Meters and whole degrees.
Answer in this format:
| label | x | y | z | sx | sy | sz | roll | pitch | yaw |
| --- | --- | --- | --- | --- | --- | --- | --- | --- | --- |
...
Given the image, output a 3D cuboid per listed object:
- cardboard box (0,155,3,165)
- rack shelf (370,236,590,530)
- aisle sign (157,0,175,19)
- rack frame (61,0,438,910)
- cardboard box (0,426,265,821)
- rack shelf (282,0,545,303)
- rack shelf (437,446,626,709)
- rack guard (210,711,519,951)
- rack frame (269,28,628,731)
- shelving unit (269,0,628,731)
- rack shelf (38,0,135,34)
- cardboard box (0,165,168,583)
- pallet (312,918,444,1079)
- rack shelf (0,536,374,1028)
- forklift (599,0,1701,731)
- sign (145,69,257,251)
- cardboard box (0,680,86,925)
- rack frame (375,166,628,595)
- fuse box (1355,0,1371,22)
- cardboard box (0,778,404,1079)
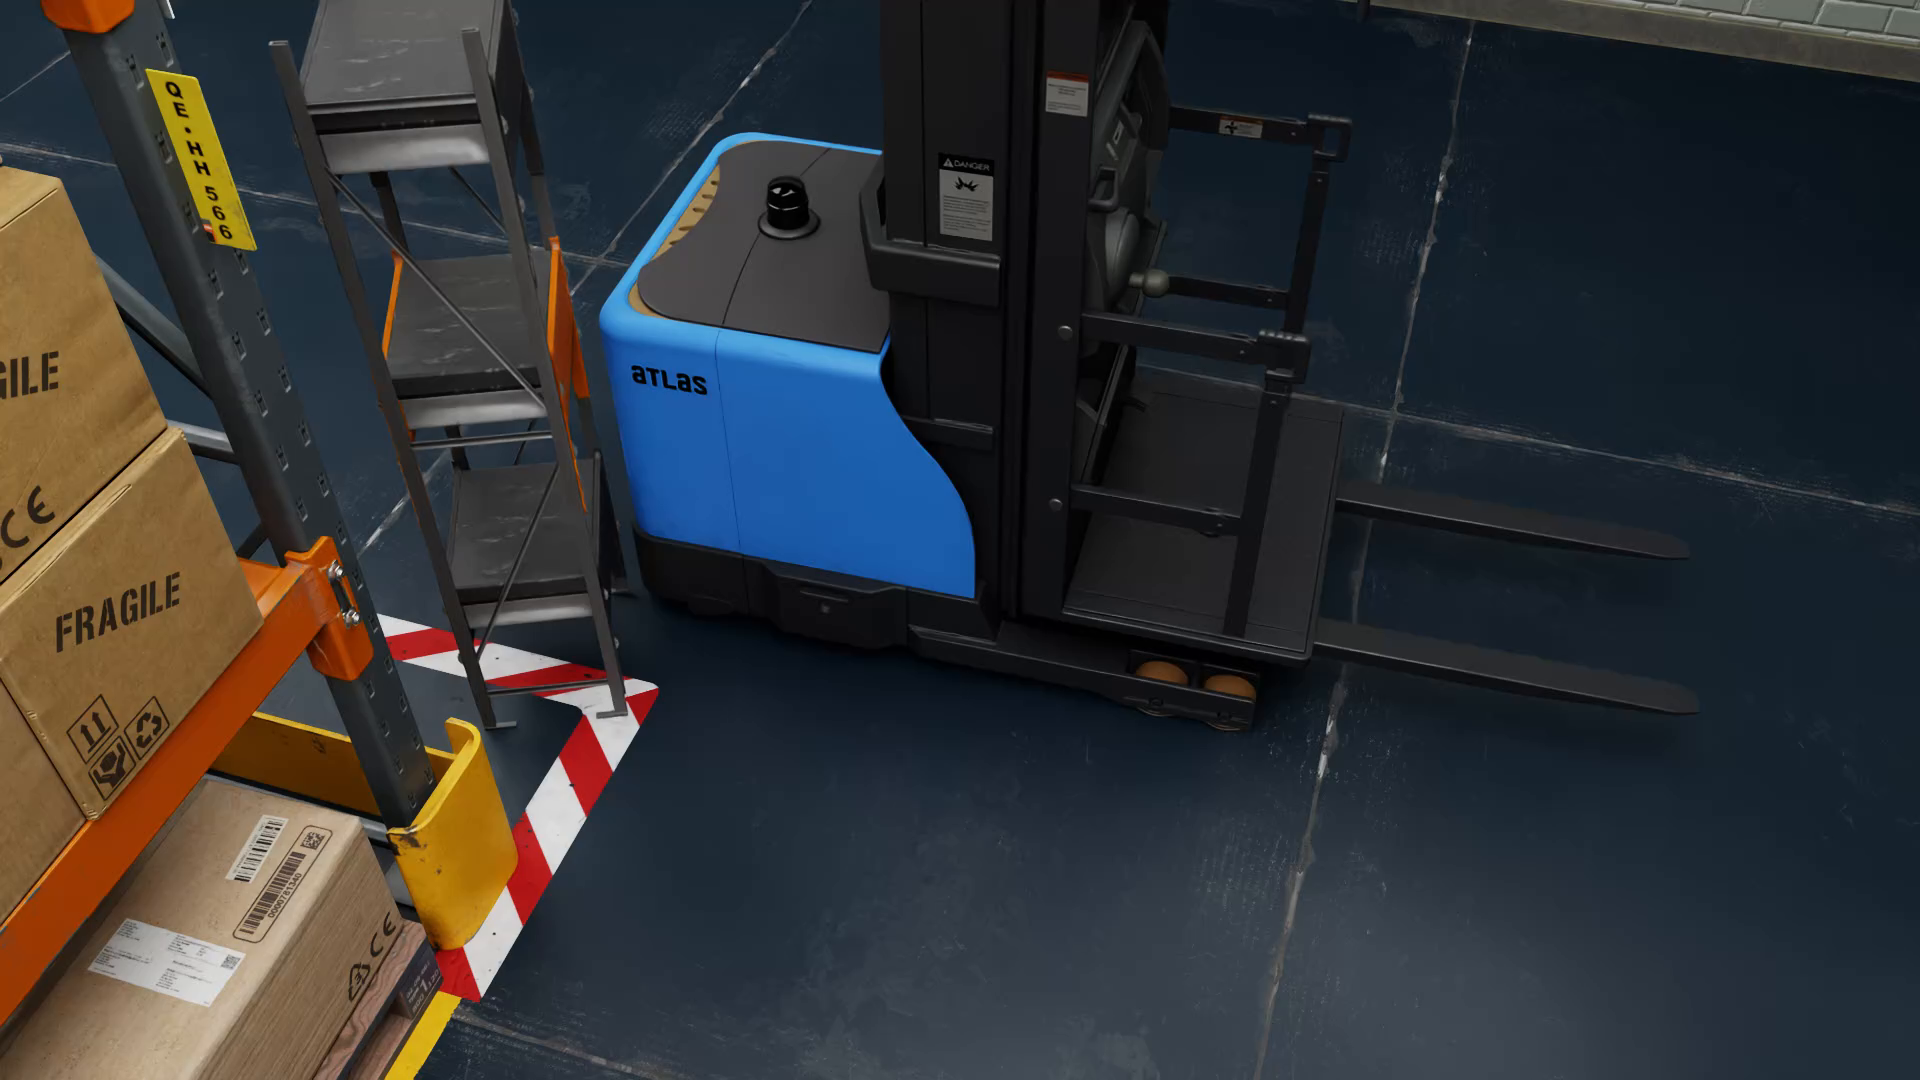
| label | x | y | z | sx | sy | sz | roll | pitch | yaw |
| --- | --- | --- | --- | --- | --- | --- | --- | --- | --- |
| cardboard box | -1.682 | -0.591 | 2.459 | 0.380 | 0.149 | 0.250 | 13 | 46 | 13 |
| rack shelf | -1.180 | -0.395 | 4.171 | 0.431 | 0.518 | 0.480 | -6 | 45 | -6 |
| aisle sign | -1.447 | -1.159 | 2.431 | 0.394 | 0.787 | 0.004 | 13 | 46 | 13 |
| rack frame | -1.764 | -0.247 | 3.358 | 1.000 | 3.000 | 0.127 | 13 | 46 | 13 |
| cardboard box | -1.658 | 0.095 | 2.937 | 0.500 | 0.500 | 0.500 | 13 | 46 | 13 |
| rack shelf | -1.180 | -0.895 | 3.682 | 0.431 | 0.518 | 0.480 | -6 | 45 | -6 |
| rack shelf | -1.179 | 0.105 | 4.661 | 0.431 | 0.518 | 0.480 | -6 | 45 | -6 |
| rack guard | -1.757 | 0.630 | 4.249 | 1.175 | 0.500 | 0.348 | 13 | 46 | 13 |
| rack frame | -1.145 | -0.236 | 3.989 | 0.400 | 2.100 | 0.015 | -6 | 45 | -6 |
| shelving unit | -1.180 | -0.405 | 4.162 | 0.431 | 2.100 | 0.503 | -6 | 45 | -6 |
| rack shelf | -2.370 | 0.271 | 1.198 | 1.077 | 0.370 | 4.000 | 13 | 46 | 13 |
| cardboard box | -1.683 | -0.269 | 2.593 | 0.500 | 0.500 | 0.500 | 14 | 46 | 14 |
| pallet | -1.932 | 1.299 | 3.772 | 1.003 | 0.211 | 1.213 | 13 | 46 | 13 |
| rack shelf | -2.370 | 1.343 | 2.247 | 1.077 | 0.370 | 4.000 | 13 | 46 | 13 |
| forklift | 0.610 | -0.924 | 4.099 | 3.031 | 2.935 | 1.130 | 11 | 45 | 11 |
| sign | -1.251 | -0.622 | 2.743 | 0.100 | 0.325 | 0.005 | 13 | 46 | 13 |
| cardboard box | -1.824 | 0.426 | 2.599 | 0.500 | 0.500 | 0.500 | 12 | 46 | 12 |
| rack frame | -1.214 | -0.574 | 4.335 | 0.400 | 2.100 | 0.015 | -6 | 45 | -6 |
| fuse box | 1.879 | -3.008 | 7.101 | 0.539 | 1.711 | 0.414 | 13 | 46 | 13 |
| cardboard box | -1.869 | 0.980 | 3.636 | 0.875 | 0.438 | 0.875 | 11 | 45 | 11 |
